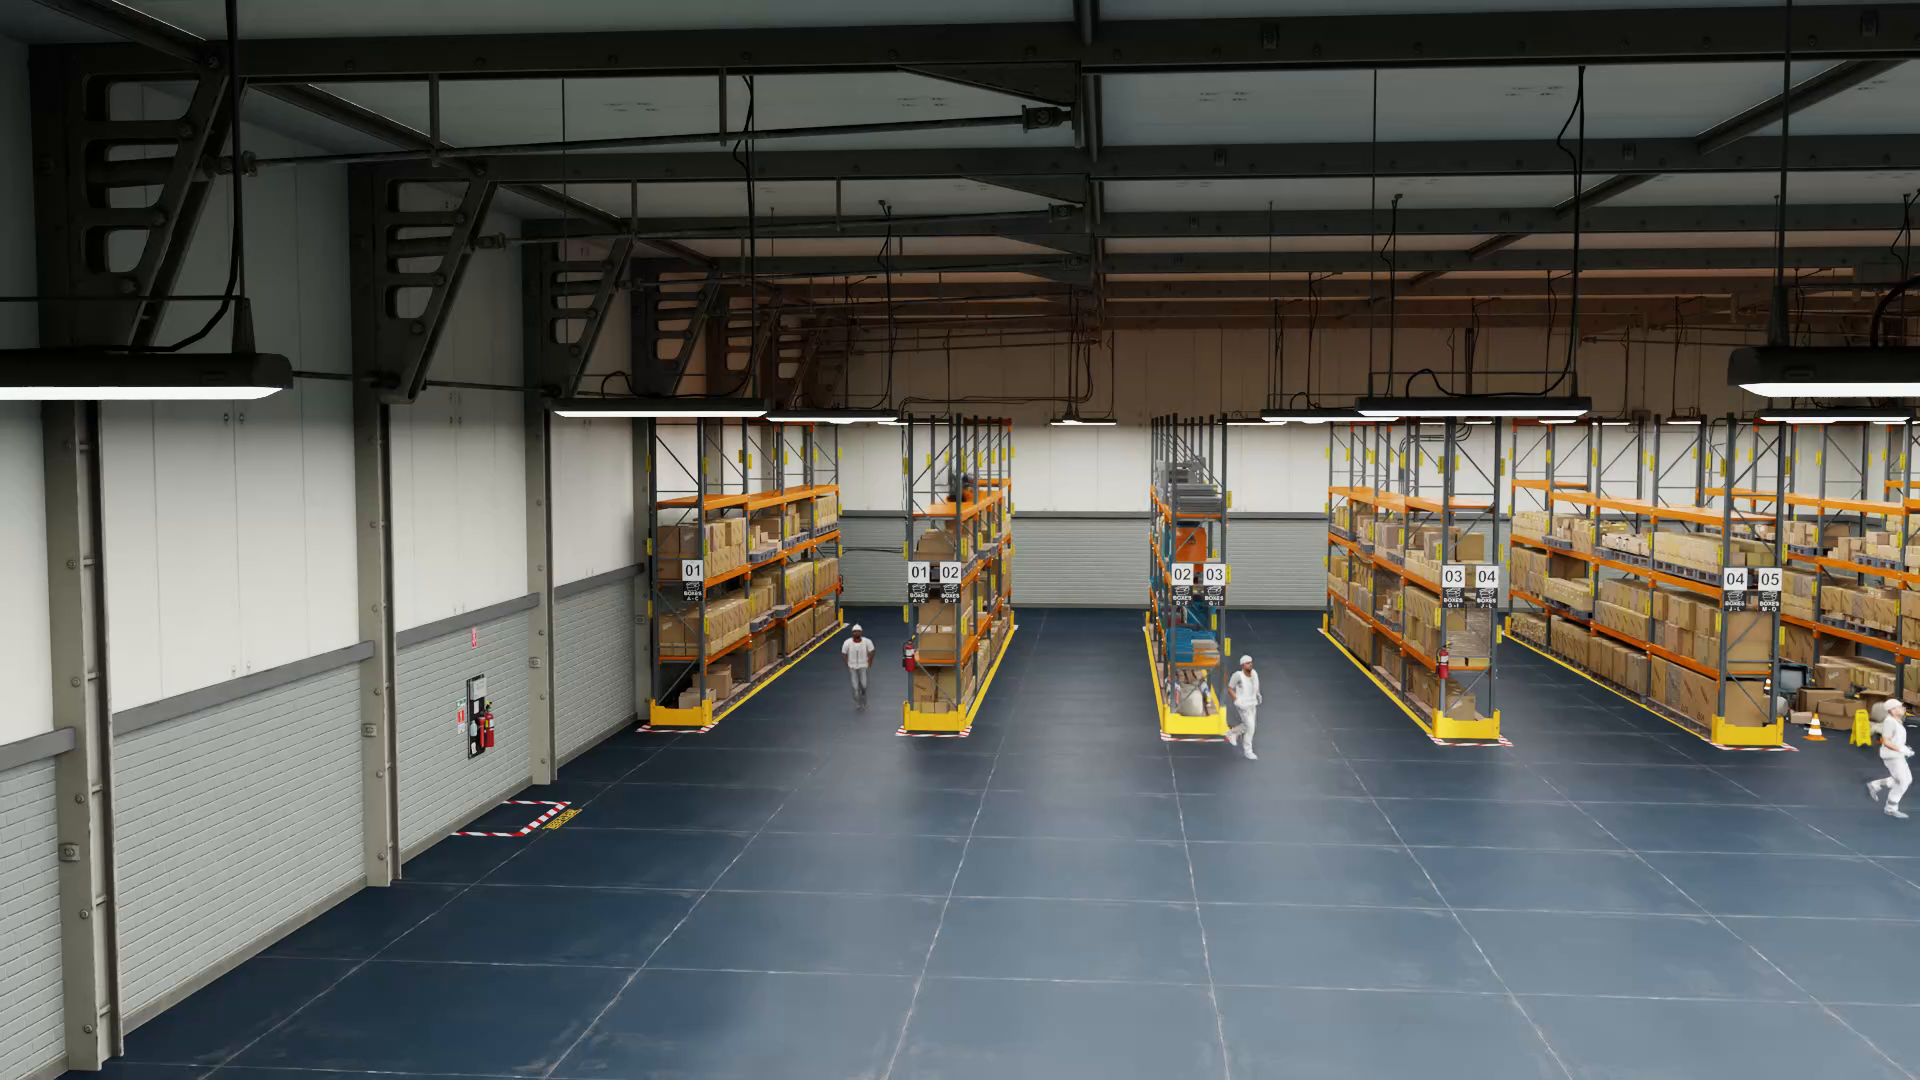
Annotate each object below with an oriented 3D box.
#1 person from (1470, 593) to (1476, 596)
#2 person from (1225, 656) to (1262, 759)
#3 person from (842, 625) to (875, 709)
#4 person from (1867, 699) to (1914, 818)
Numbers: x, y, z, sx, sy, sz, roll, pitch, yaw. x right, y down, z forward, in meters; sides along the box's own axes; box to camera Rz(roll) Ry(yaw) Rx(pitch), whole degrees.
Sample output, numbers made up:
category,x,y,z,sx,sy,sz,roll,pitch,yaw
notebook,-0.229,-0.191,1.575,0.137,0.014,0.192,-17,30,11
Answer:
category,x,y,z,sx,sy,sz,roll,pitch,yaw
person,14.624,1.707,47.189,0.674,1.715,0.816,-2,4,-30
person,4.938,2.895,29.085,0.672,1.790,0.773,-3,5,-38
person,-2.067,2.580,33.738,0.674,1.721,0.569,0,4,-1
person,13.751,3.207,24.560,0.630,1.744,0.692,3,5,37
